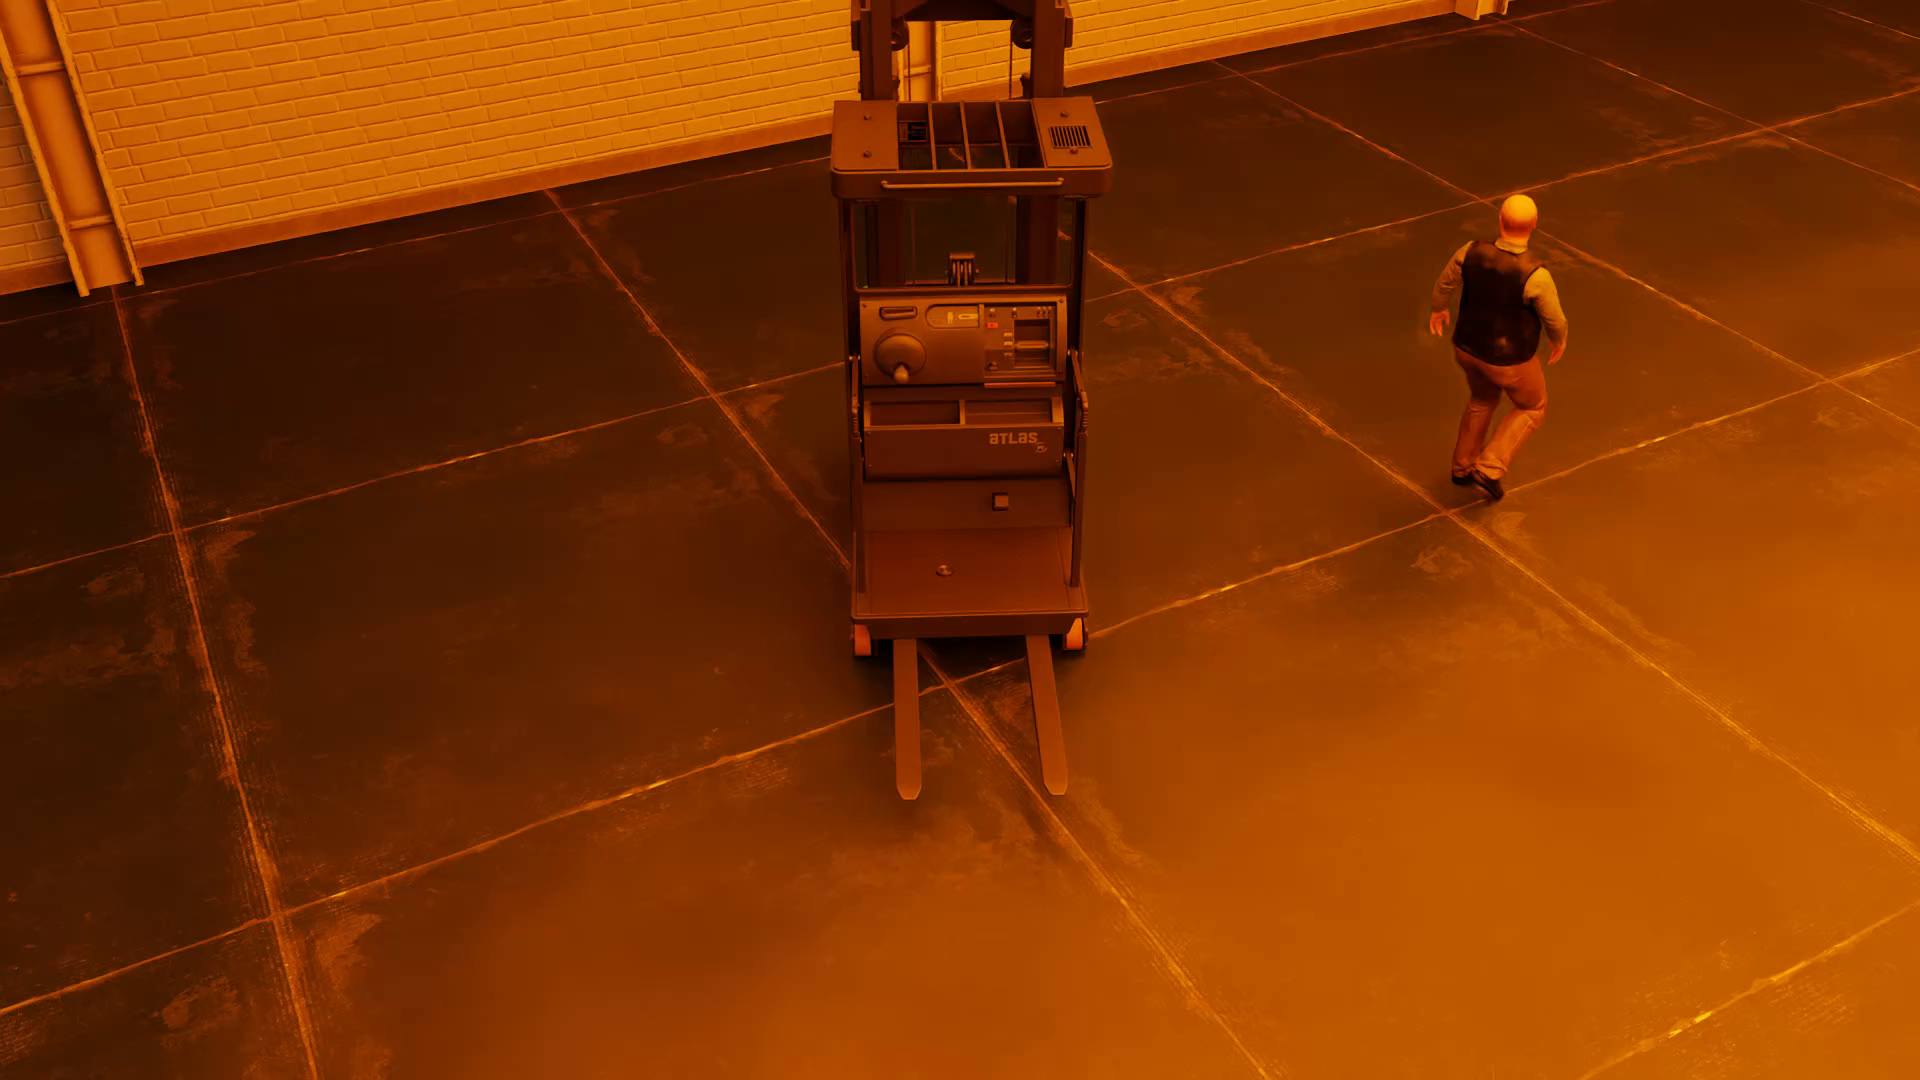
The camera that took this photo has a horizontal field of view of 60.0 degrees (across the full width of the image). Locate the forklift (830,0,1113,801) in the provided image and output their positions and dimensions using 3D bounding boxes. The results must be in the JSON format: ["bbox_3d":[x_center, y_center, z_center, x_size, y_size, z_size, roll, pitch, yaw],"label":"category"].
[{"bbox_3d":[0.028,-0.838,7.308,1.130,2.935,3.031,-1,35,-2],"label":"forklift"}]

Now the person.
[{"bbox_3d":[2.776,-1.016,8.644,0.481,1.688,0.760,-21,40,-27],"label":"person"}]
